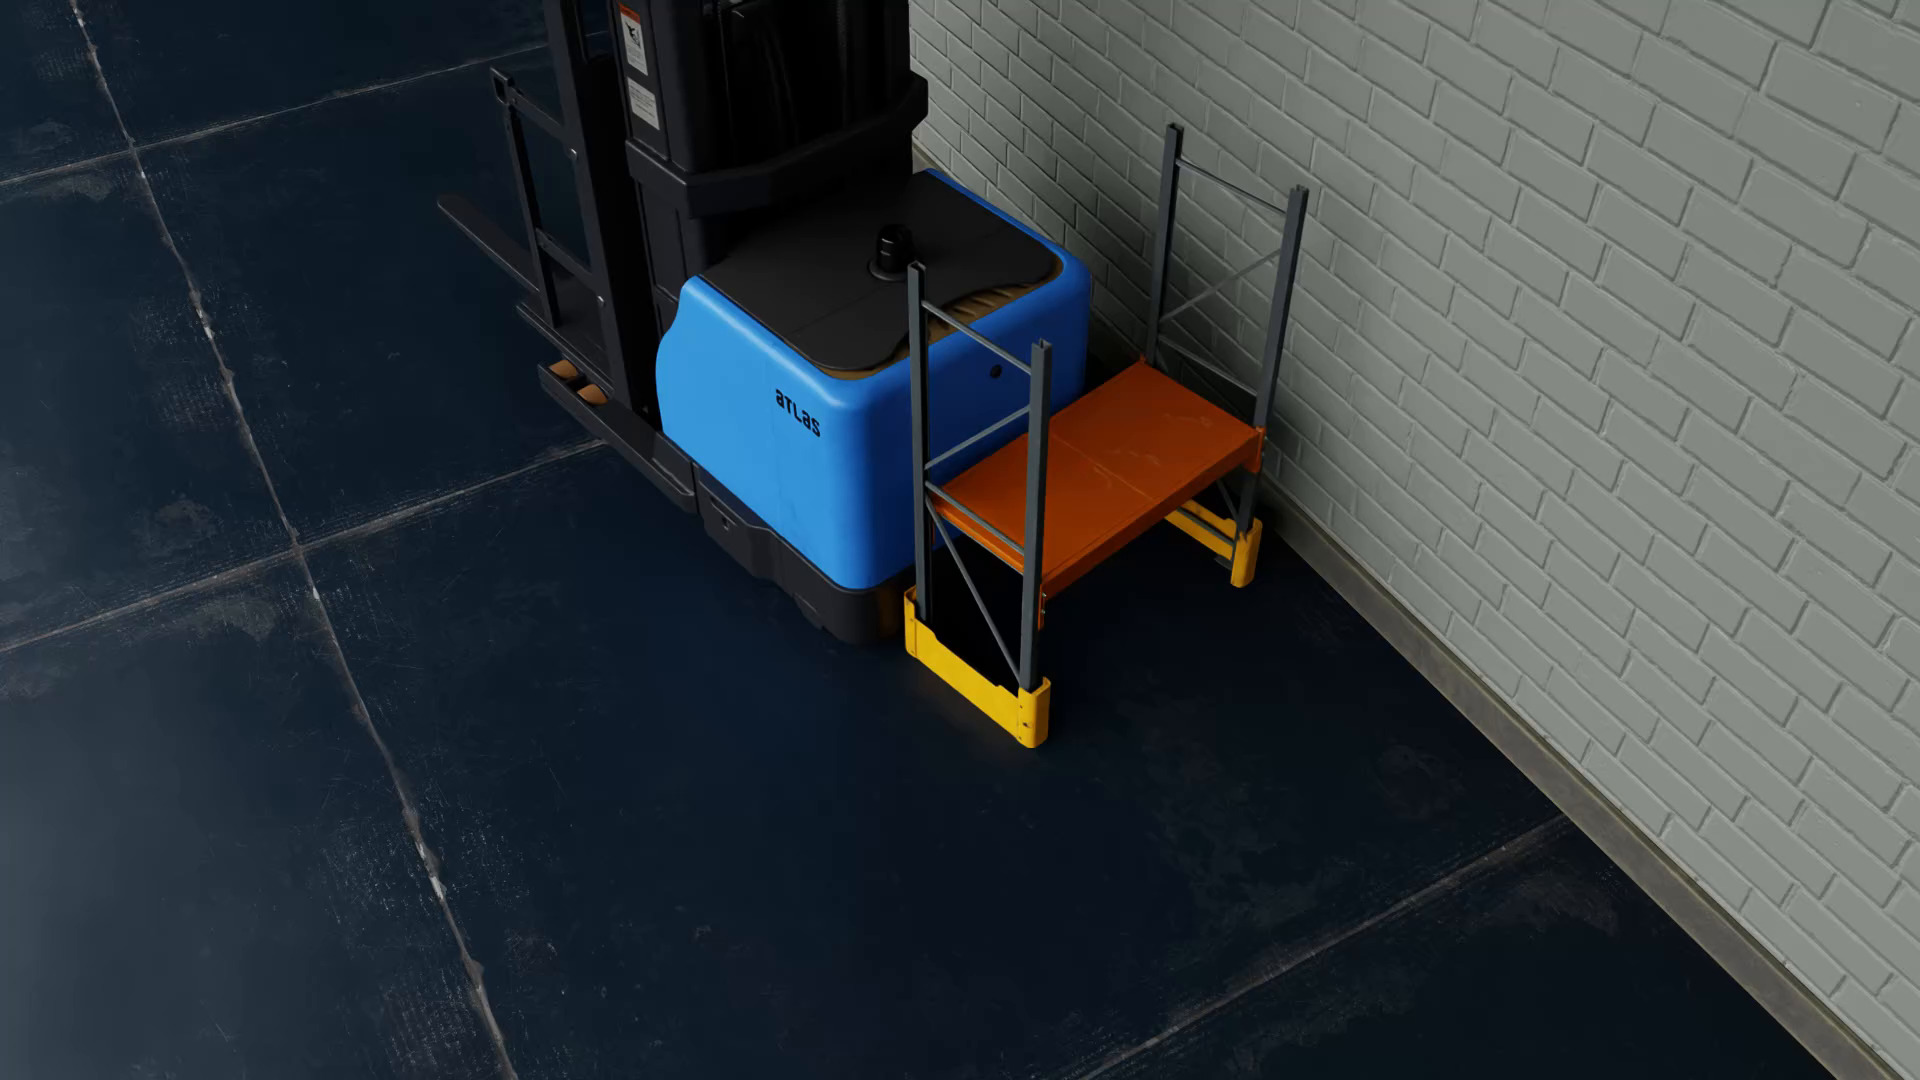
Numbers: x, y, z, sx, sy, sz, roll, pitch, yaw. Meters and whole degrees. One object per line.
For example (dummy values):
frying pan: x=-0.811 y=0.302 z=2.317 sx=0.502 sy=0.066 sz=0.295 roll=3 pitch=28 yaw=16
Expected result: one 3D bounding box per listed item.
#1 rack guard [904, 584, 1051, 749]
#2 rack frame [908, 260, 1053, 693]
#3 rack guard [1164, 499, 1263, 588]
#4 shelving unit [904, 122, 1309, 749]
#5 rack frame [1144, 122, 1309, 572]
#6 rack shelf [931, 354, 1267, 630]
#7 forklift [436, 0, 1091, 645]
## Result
rack guard: x=0.047 y=0.388 z=5.171 sx=0.087 sy=0.250 sz=0.587 roll=-34 pitch=53 yaw=-30
rack frame: x=0.046 y=-0.060 z=4.735 sx=0.032 sy=1.500 sz=0.500 roll=-34 pitch=53 yaw=-30
rack guard: x=0.769 y=-0.090 z=5.663 sx=0.087 sy=0.250 sz=0.587 roll=-34 pitch=53 yaw=-30
shelving unit: x=0.408 y=-0.300 z=4.982 sx=1.083 sy=1.500 sz=0.587 roll=-34 pitch=53 yaw=-30
rack frame: x=0.783 y=-0.548 z=5.238 sx=0.032 sy=1.500 sz=0.500 roll=-34 pitch=53 yaw=-30
rack shelf: x=0.414 y=-0.175 z=5.112 sx=1.000 sy=0.185 sz=0.538 roll=-34 pitch=53 yaw=-30
forklift: x=-0.927 y=-1.668 z=5.364 sx=1.130 sy=2.935 sz=3.031 roll=-31 pitch=52 yaw=-28
